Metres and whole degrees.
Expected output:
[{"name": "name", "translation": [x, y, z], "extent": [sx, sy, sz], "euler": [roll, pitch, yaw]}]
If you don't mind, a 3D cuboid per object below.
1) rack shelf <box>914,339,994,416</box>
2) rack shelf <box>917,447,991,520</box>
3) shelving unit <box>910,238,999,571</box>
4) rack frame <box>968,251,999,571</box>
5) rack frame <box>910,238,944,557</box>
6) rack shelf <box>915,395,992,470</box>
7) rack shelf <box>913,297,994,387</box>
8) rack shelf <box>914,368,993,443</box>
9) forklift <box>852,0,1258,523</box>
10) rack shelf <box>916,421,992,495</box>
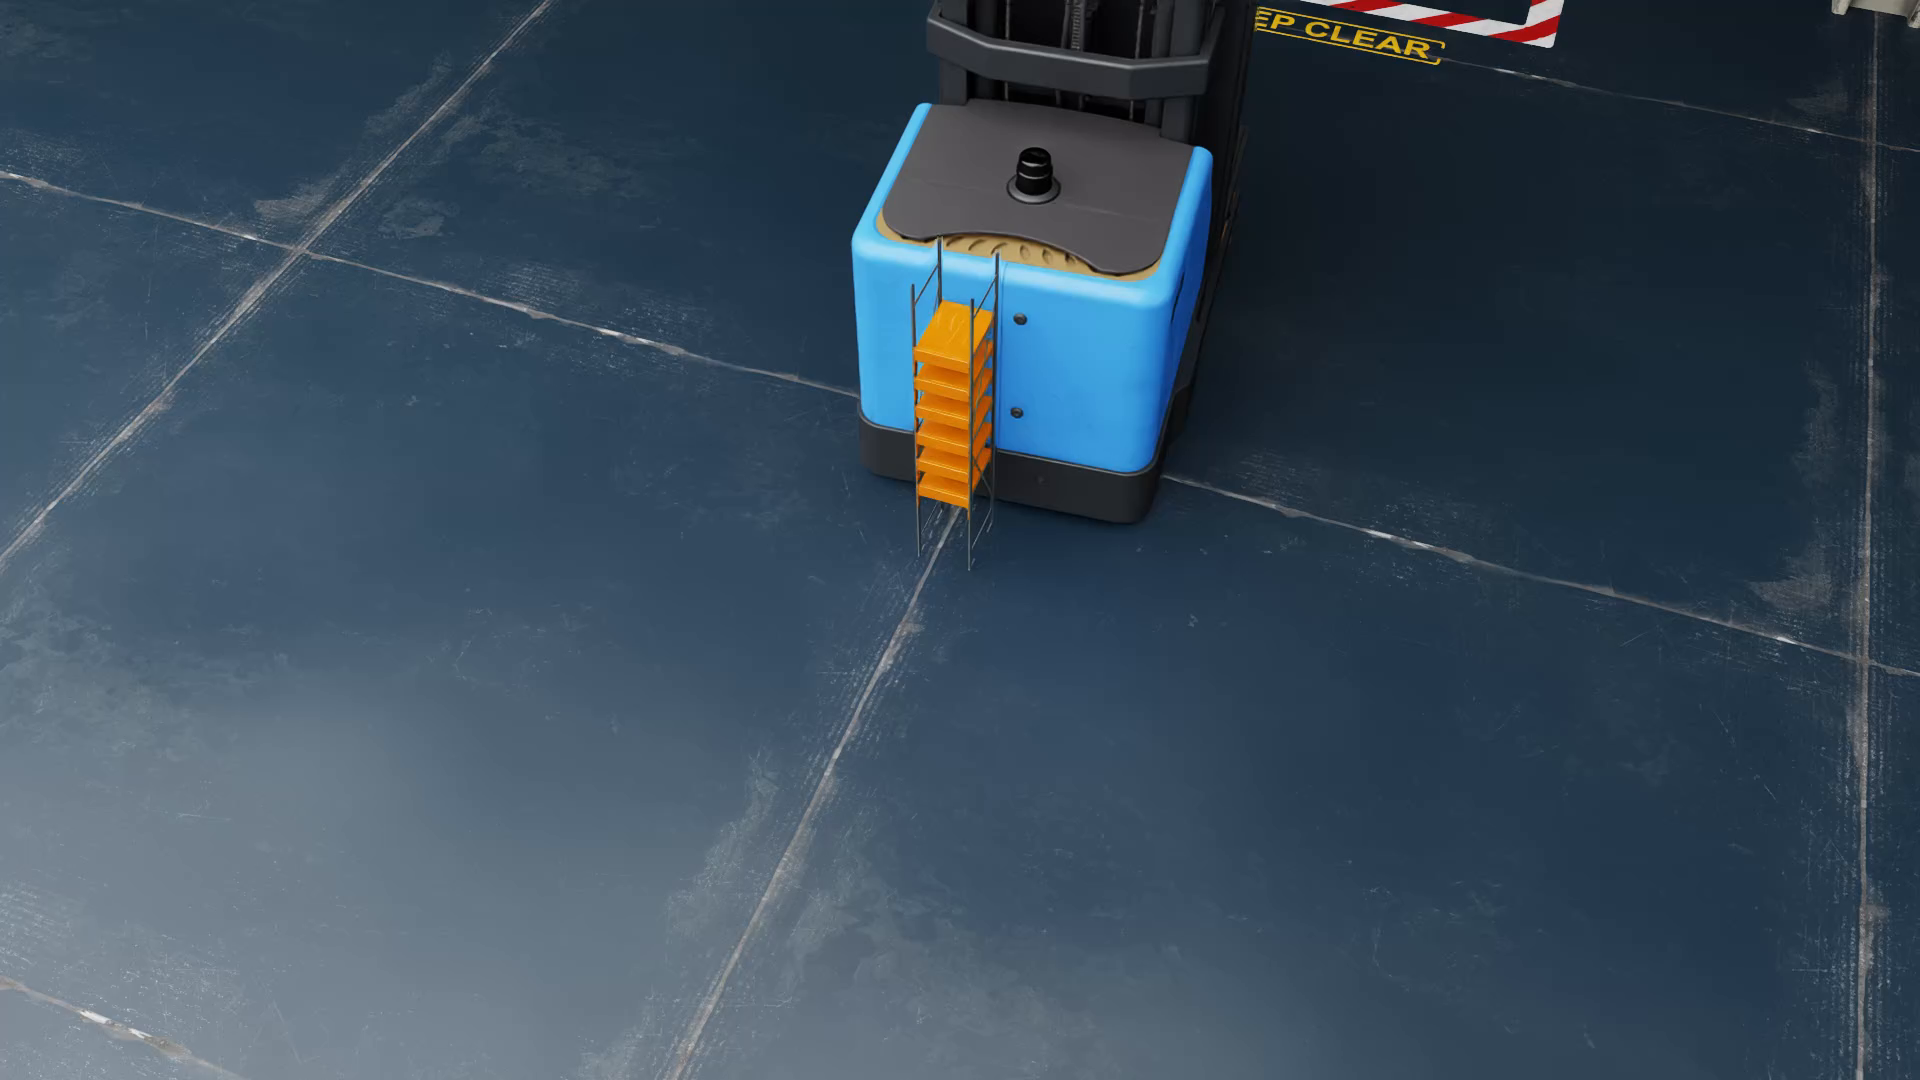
[{"name": "rack shelf", "translation": [-0.014, -0.525, 5.152], "extent": [0.180, 0.103, 0.258], "euler": [16, 51, 13]}, {"name": "rack shelf", "translation": [-0.014, -0.210, 5.515], "extent": [0.180, 0.103, 0.258], "euler": [16, 51, 13]}, {"name": "shelving unit", "translation": [-0.014, -0.397, 5.300], "extent": [0.189, 1.200, 0.258], "euler": [16, 51, 13]}, {"name": "rack frame", "translation": [0.072, -0.373, 5.279], "extent": [0.006, 1.200, 0.240], "euler": [16, 51, 13]}, {"name": "rack frame", "translation": [-0.099, -0.421, 5.321], "extent": [0.006, 1.200, 0.240], "euler": [16, 51, 13]}, {"name": "rack shelf", "translation": [-0.014, -0.368, 5.333], "extent": [0.180, 0.103, 0.258], "euler": [16, 51, 13]}, {"name": "rack shelf", "translation": [-0.014, -0.603, 5.061], "extent": [0.180, 0.103, 0.258], "euler": [16, 51, 13]}, {"name": "rack shelf", "translation": [-0.014, -0.446, 5.243], "extent": [0.180, 0.103, 0.258], "euler": [16, 51, 13]}, {"name": "forklift", "translation": [0.527, -2.160, 5.683], "extent": [1.130, 2.935, 3.031], "euler": [12, 50, 10]}, {"name": "rack shelf", "translation": [-0.014, -0.289, 5.424], "extent": [0.180, 0.103, 0.258], "euler": [16, 51, 13]}]
